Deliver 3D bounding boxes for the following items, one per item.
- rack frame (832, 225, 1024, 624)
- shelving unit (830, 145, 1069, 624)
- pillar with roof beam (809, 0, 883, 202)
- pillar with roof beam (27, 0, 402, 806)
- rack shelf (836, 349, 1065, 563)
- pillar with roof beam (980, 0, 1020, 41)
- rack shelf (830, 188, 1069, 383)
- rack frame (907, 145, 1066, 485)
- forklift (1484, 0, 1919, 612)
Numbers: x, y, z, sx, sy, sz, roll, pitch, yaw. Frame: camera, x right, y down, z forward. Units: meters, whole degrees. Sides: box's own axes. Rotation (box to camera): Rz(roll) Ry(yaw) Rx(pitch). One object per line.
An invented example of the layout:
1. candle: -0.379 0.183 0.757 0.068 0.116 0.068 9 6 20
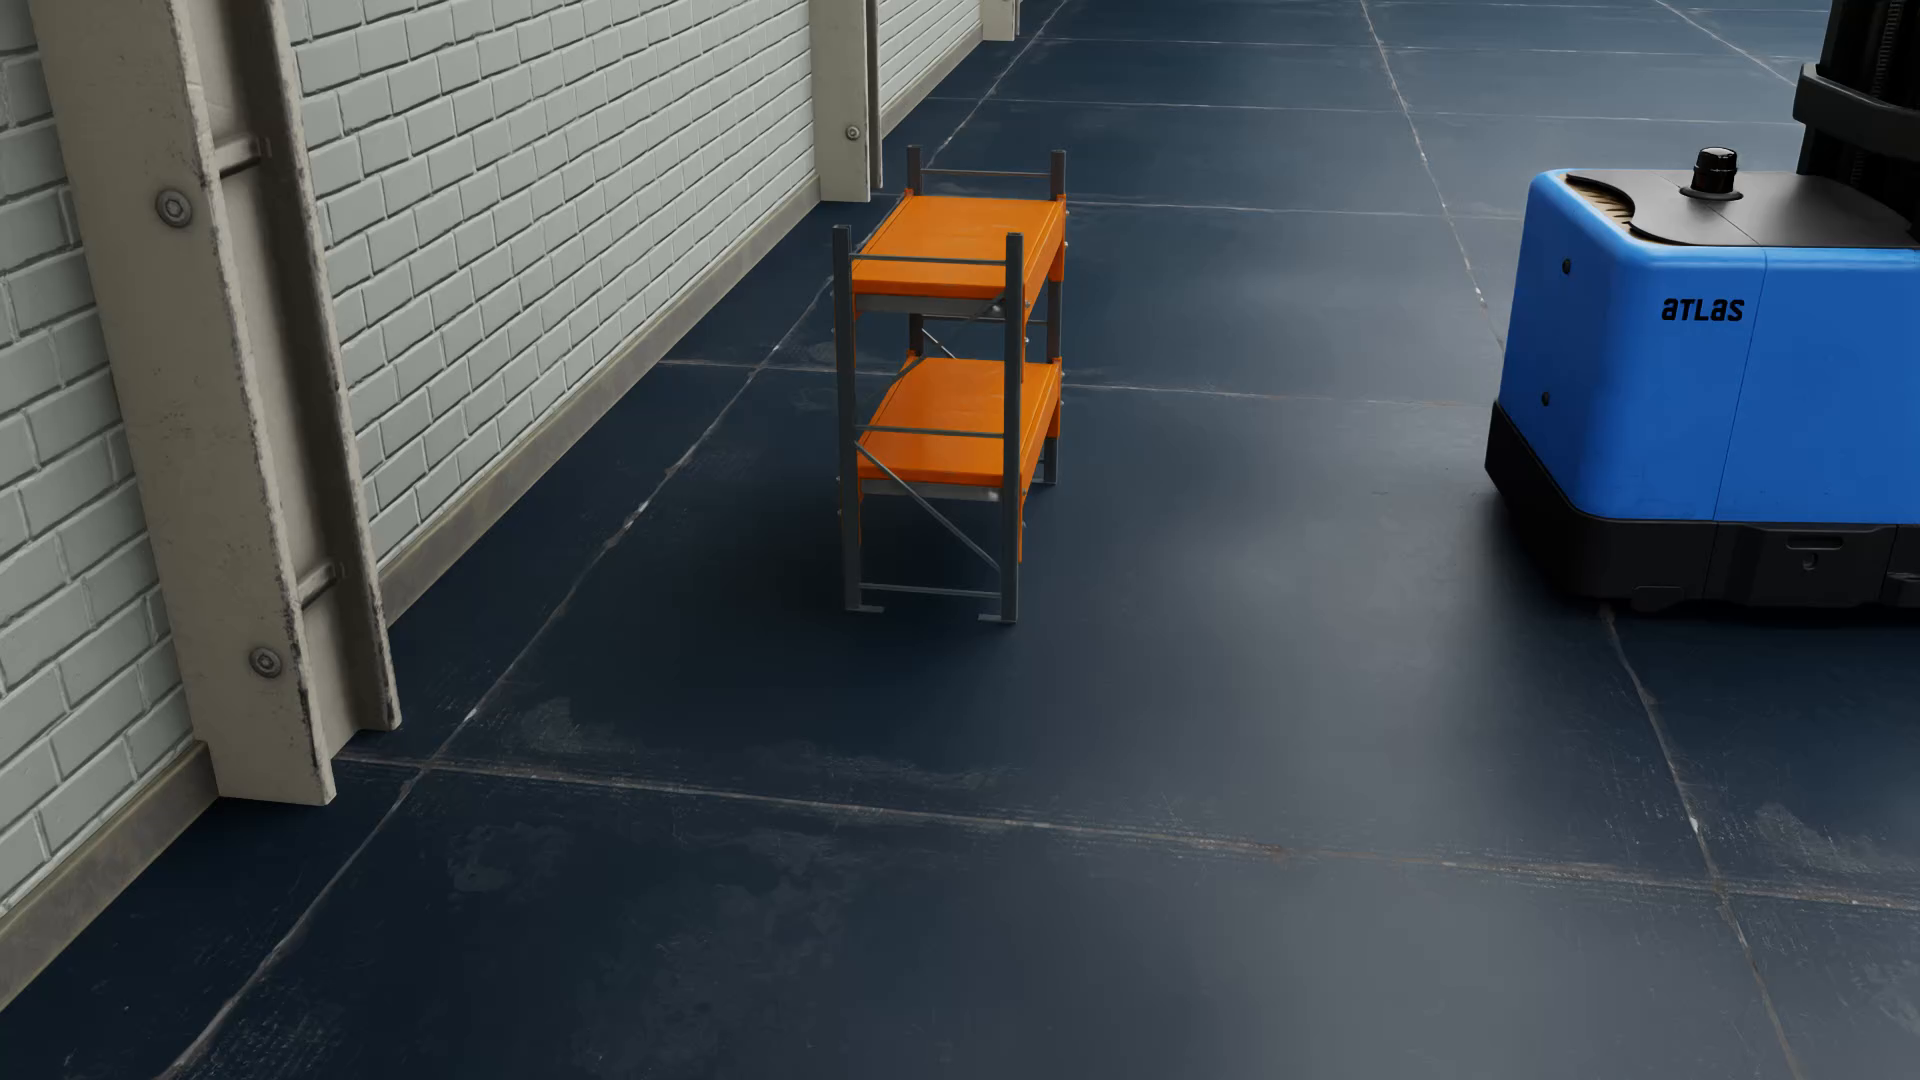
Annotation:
1. rack frame: -0.084 -0.294 4.551 0.500 1.125 0.032 4 25 9
2. shelving unit: -0.001 -0.507 5.005 0.538 1.125 1.048 4 25 9
3. pillar with roof beam: 3.616 -5.754 6.928 9.100 9.000 0.400 4 25 9
4. pillar with roof beam: 2.635 -3.245 1.567 9.100 9.000 0.400 4 25 9
5. rack shelf: -0.001 -0.285 5.109 0.538 0.278 1.000 4 25 9
6. pillar with roof beam: 4.596 -8.264 12.289 9.100 9.000 0.400 4 25 9
7. rack shelf: -0.001 -0.772 4.881 0.538 0.278 1.000 4 25 9
8. rack frame: 0.082 -0.719 5.460 0.500 1.125 0.032 4 25 9
9. forklift: 3.260 -1.295 4.559 3.031 2.935 1.130 1 25 2
